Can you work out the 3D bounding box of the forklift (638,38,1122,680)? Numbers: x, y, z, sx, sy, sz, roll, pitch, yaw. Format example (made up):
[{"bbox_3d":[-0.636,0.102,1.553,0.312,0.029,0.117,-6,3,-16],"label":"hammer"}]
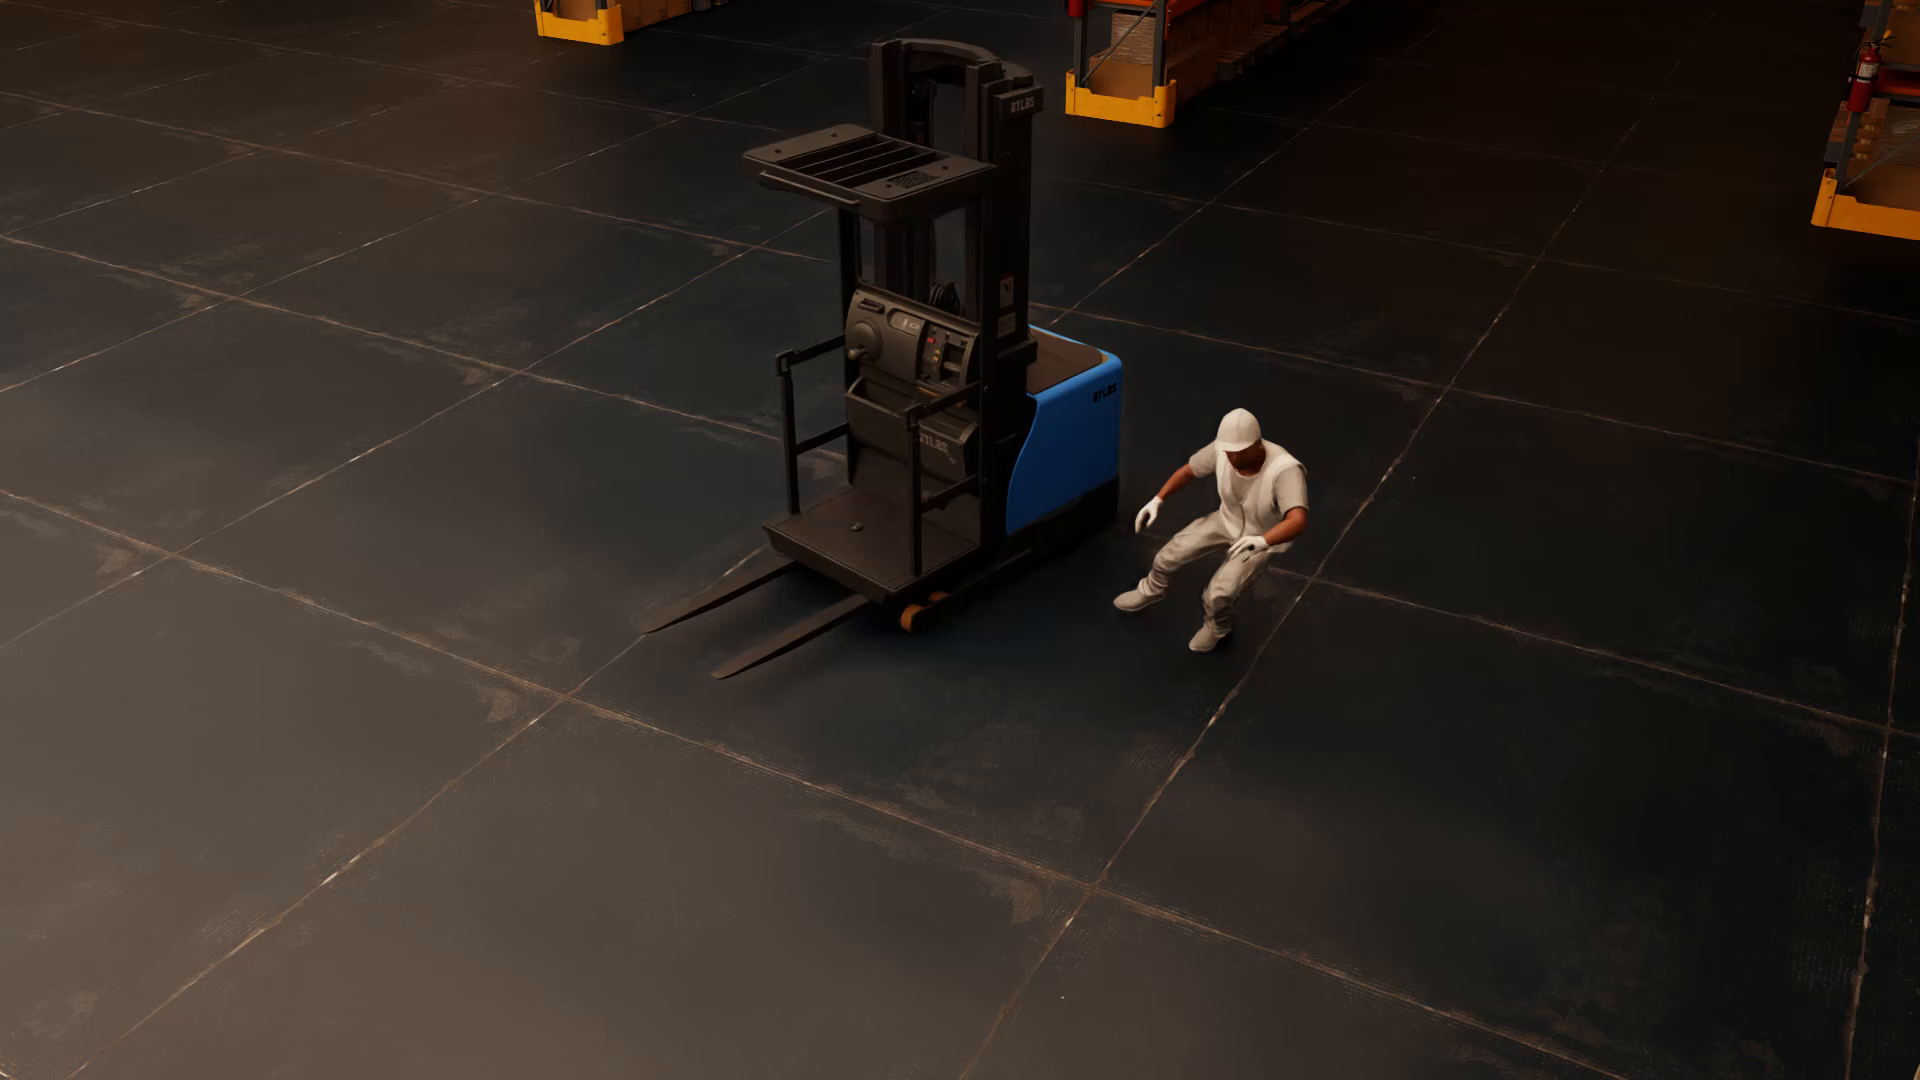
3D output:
[{"bbox_3d":[-0.414,-1.041,8.874,1.130,2.935,3.031,25,38,37],"label":"forklift"}]

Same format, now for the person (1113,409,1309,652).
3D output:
[{"bbox_3d":[1.264,-0.009,8.504,1.171,1.525,0.952,24,38,35],"label":"person"}]
